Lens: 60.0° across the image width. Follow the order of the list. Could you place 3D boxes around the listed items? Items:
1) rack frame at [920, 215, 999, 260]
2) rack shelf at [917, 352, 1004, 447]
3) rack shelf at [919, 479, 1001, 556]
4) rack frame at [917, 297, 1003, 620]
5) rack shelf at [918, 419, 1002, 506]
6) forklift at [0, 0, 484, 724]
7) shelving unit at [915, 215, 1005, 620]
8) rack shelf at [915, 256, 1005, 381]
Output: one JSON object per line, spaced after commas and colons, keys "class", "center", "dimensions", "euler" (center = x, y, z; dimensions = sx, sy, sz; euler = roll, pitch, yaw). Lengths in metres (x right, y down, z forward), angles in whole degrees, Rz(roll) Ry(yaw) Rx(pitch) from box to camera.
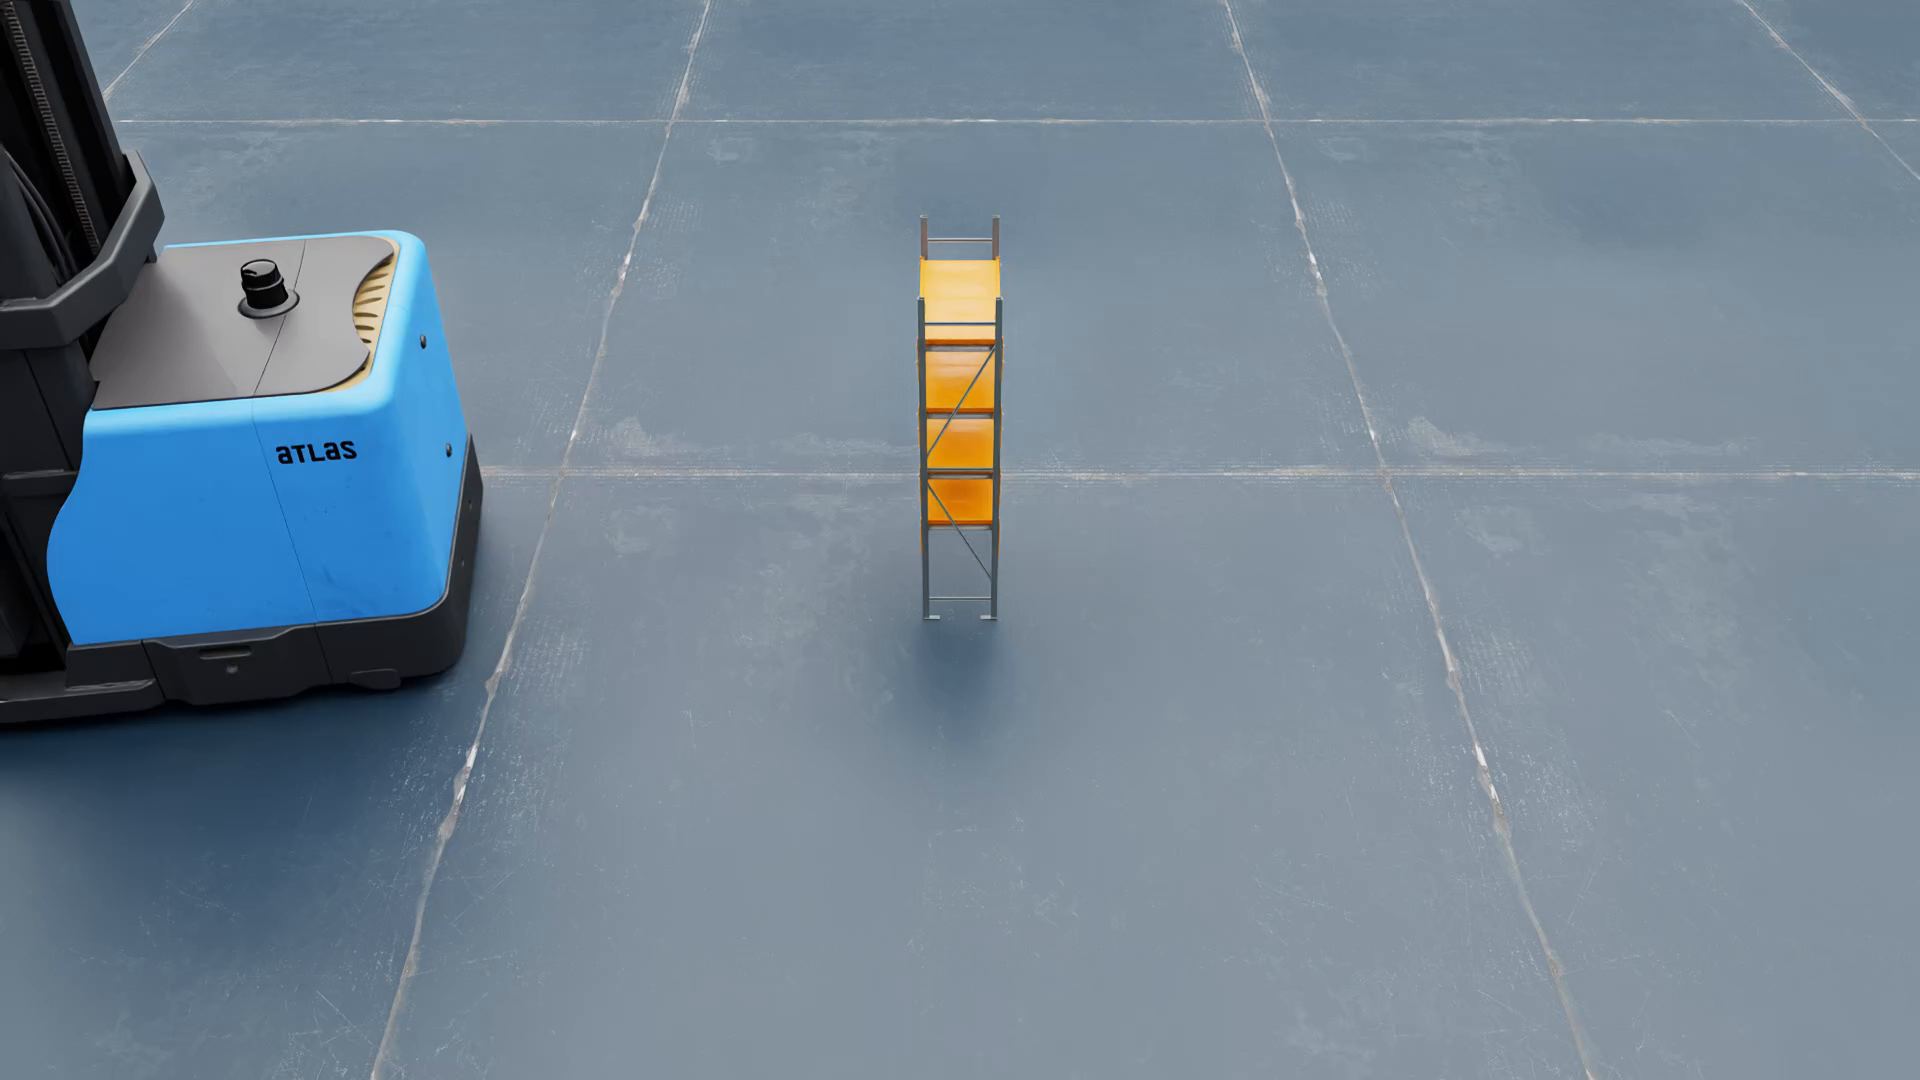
{"class": "rack frame", "center": [0.000, -0.517, 5.436], "dimensions": [0.240, 1.200, 0.015], "euler": [0, 39, 0]}
{"class": "rack shelf", "center": [0.000, -0.487, 5.148], "dimensions": [0.258, 0.148, 0.480], "euler": [0, 39, 0]}
{"class": "rack shelf", "center": [0.000, -0.157, 5.412], "dimensions": [0.258, 0.148, 0.480], "euler": [0, 39, 0]}
{"class": "rack frame", "center": [0.000, -0.212, 5.055], "dimensions": [0.240, 1.200, 0.015], "euler": [0, 39, 0]}
{"class": "rack shelf", "center": [0.000, -0.312, 5.288], "dimensions": [0.258, 0.148, 0.480], "euler": [0, 39, 0]}
{"class": "forklift", "center": [-3.116, -0.868, 4.489], "dimensions": [3.031, 2.935, 1.130], "euler": [-5, 39, -7]}
{"class": "shelving unit", "center": [0.000, -0.365, 5.246], "dimensions": [0.258, 1.200, 0.503], "euler": [0, 39, 0]}
{"class": "rack shelf", "center": [0.000, -0.671, 5.000], "dimensions": [0.258, 0.148, 0.480], "euler": [0, 39, 0]}
